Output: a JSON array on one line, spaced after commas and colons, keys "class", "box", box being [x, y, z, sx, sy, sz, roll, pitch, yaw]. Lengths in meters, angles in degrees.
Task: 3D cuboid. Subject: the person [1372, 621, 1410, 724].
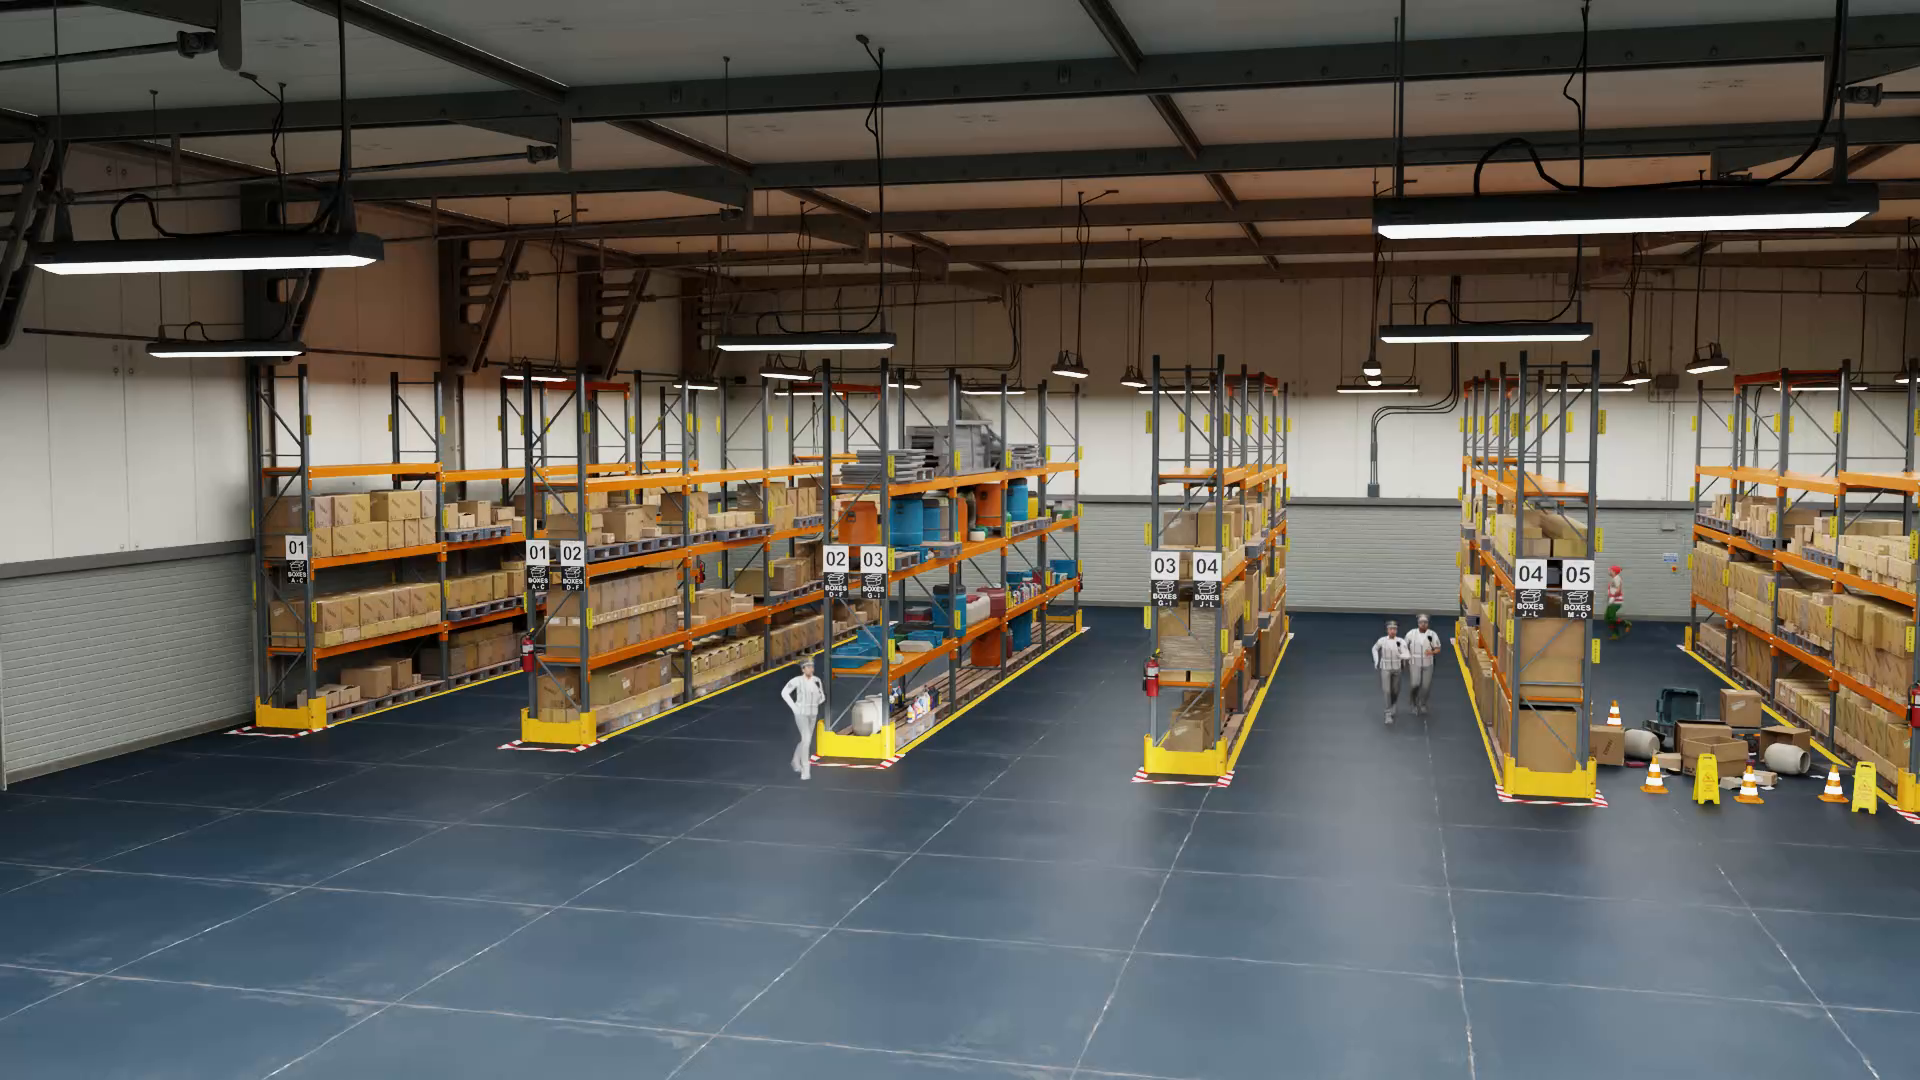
[{"class": "person", "box": [7.283, 2.196, 28.077, 0.608, 1.683, 0.921, 1, 4, 9]}]

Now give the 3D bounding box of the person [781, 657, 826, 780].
[{"class": "person", "box": [-2.197, 2.539, 23.754, 0.607, 1.755, 0.664, -3, 5, -38]}]

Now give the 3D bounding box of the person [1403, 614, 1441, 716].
[{"class": "person", "box": [7.943, 2.150, 28.610, 0.646, 1.774, 0.670, 1, 4, 10]}]

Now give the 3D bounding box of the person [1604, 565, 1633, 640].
[{"class": "person", "box": [15.309, 1.473, 38.662, 0.668, 1.761, 0.667, 2, 4, 27]}]
